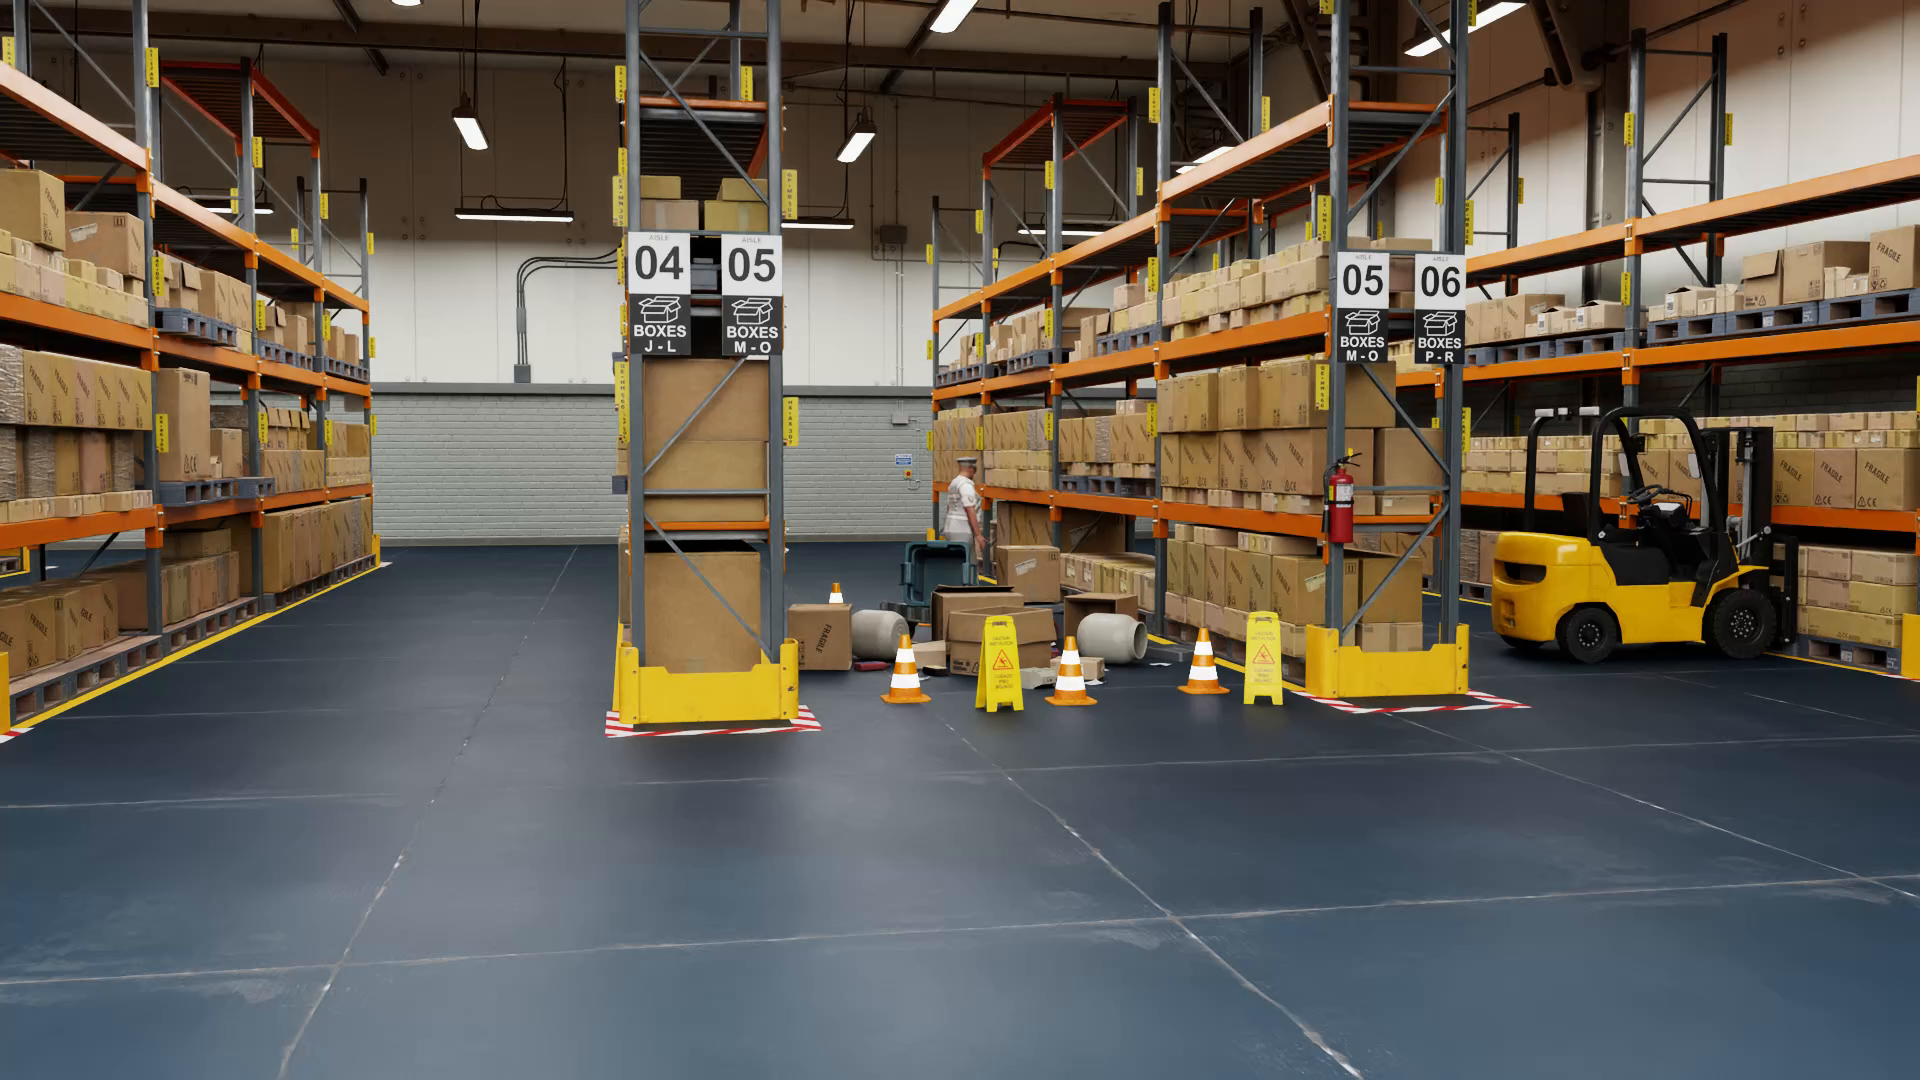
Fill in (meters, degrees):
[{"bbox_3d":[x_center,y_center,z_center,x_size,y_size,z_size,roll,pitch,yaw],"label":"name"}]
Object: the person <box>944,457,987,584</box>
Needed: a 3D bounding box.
[{"bbox_3d":[0.059,-0.052,18.254,0.856,1.724,0.667,-1,3,-13],"label":"person"}]
